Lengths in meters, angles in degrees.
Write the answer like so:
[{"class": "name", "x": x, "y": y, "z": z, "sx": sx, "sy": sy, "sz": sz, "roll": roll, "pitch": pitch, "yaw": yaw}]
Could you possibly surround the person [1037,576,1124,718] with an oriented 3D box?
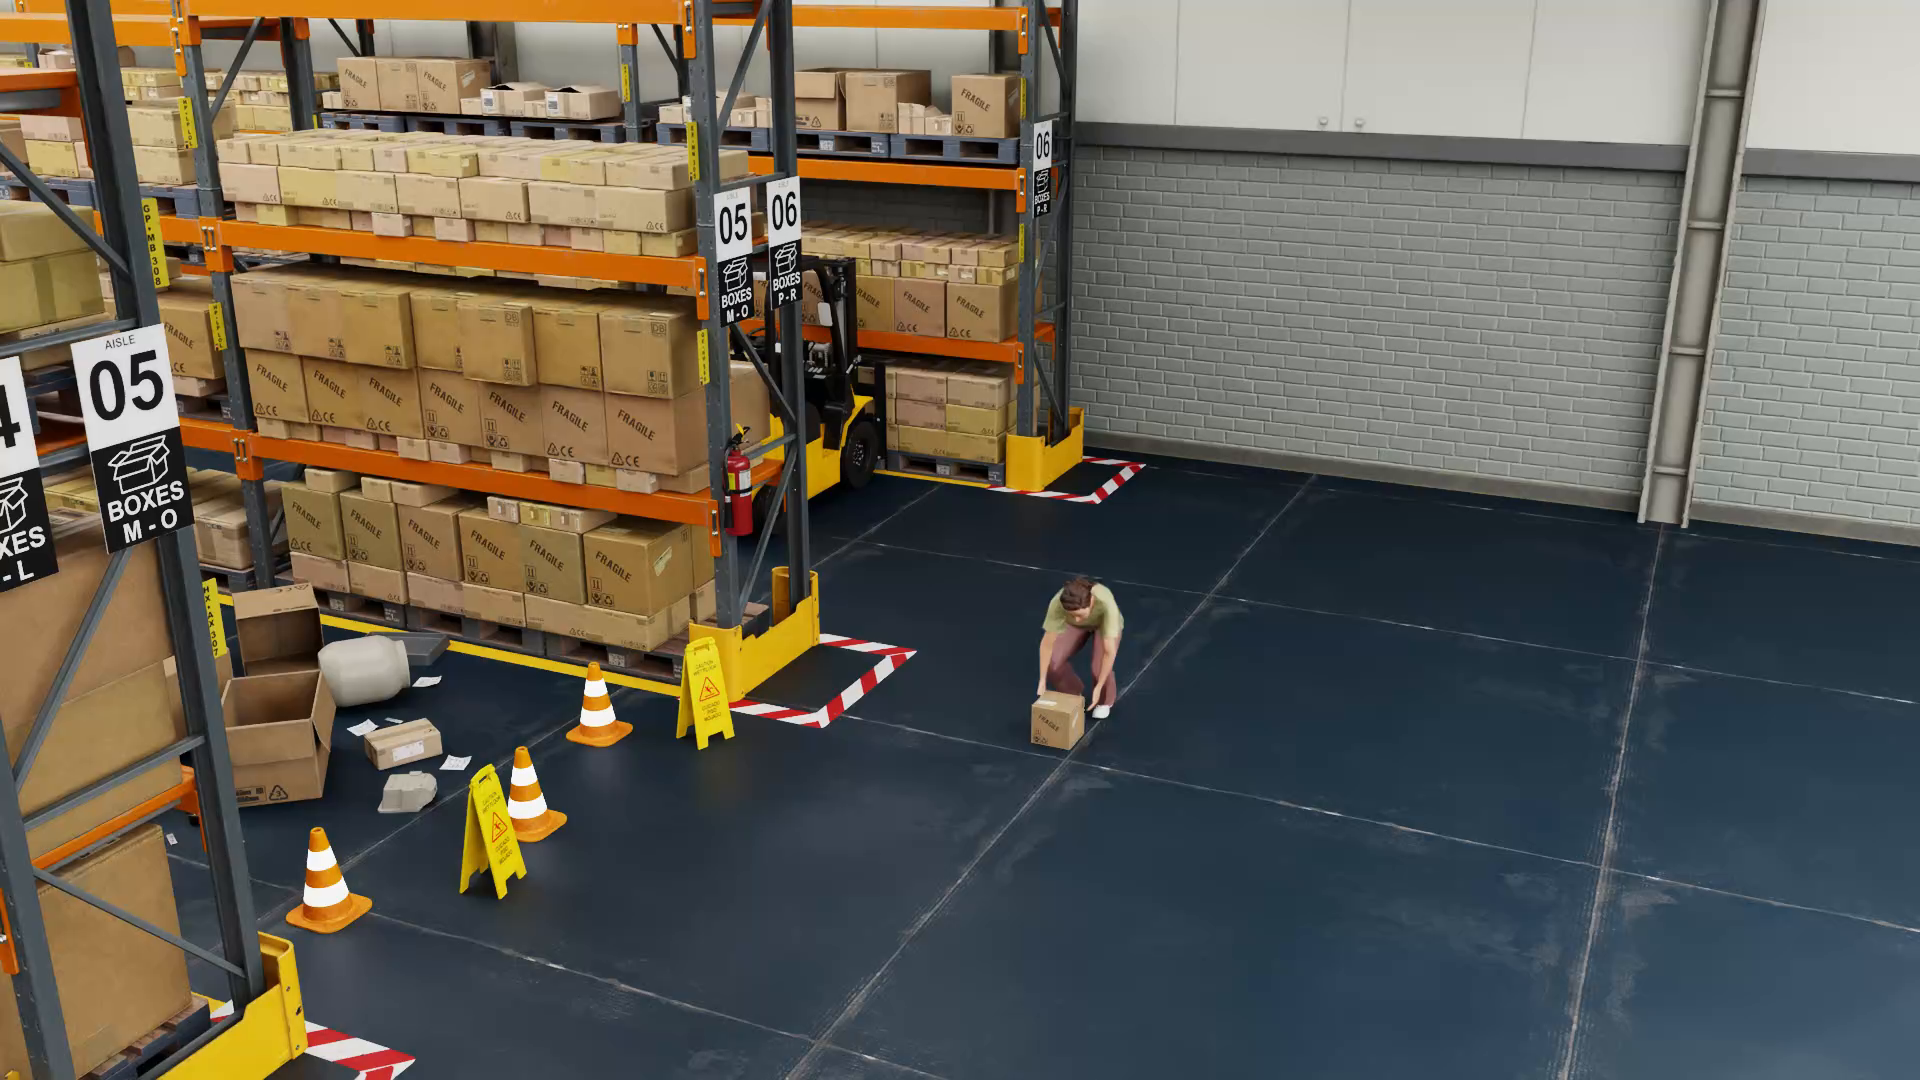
[{"class": "person", "x": 0.783, "y": 0.633, "z": 10.279, "sx": 0.496, "sy": 0.998, "sz": 0.783, "roll": 8, "pitch": 21, "yaw": 23}]
